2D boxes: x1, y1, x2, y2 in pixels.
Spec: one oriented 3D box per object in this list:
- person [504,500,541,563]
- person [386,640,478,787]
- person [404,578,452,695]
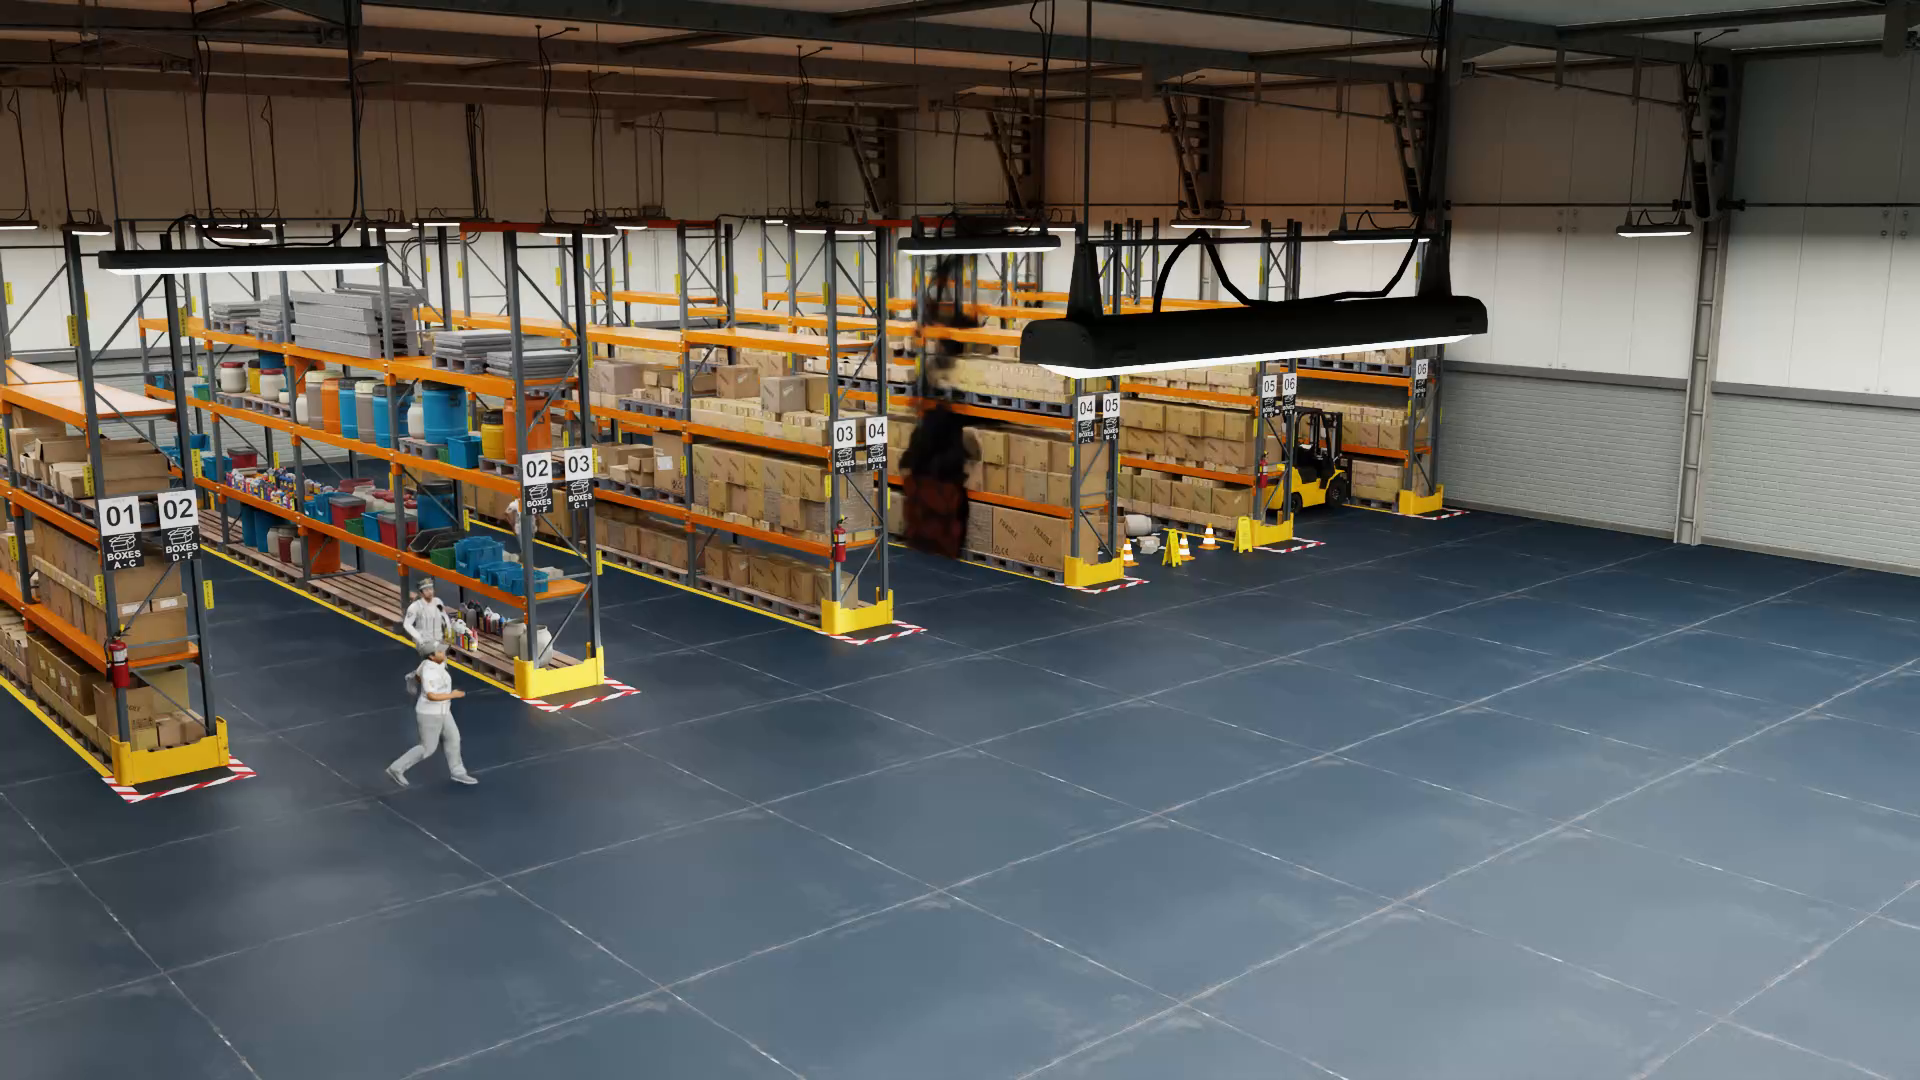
[{"bbox_3d":[-7.336,-0.091,28.077,0.814,1.749,0.555,10,15,41],"label":"person"},{"bbox_3d":[-5.812,1.917,18.210,0.934,1.685,0.615,-2,12,-11],"label":"person"},{"bbox_3d":[-6.845,1.296,21.309,0.603,1.676,0.536,10,15,40],"label":"person"}]
